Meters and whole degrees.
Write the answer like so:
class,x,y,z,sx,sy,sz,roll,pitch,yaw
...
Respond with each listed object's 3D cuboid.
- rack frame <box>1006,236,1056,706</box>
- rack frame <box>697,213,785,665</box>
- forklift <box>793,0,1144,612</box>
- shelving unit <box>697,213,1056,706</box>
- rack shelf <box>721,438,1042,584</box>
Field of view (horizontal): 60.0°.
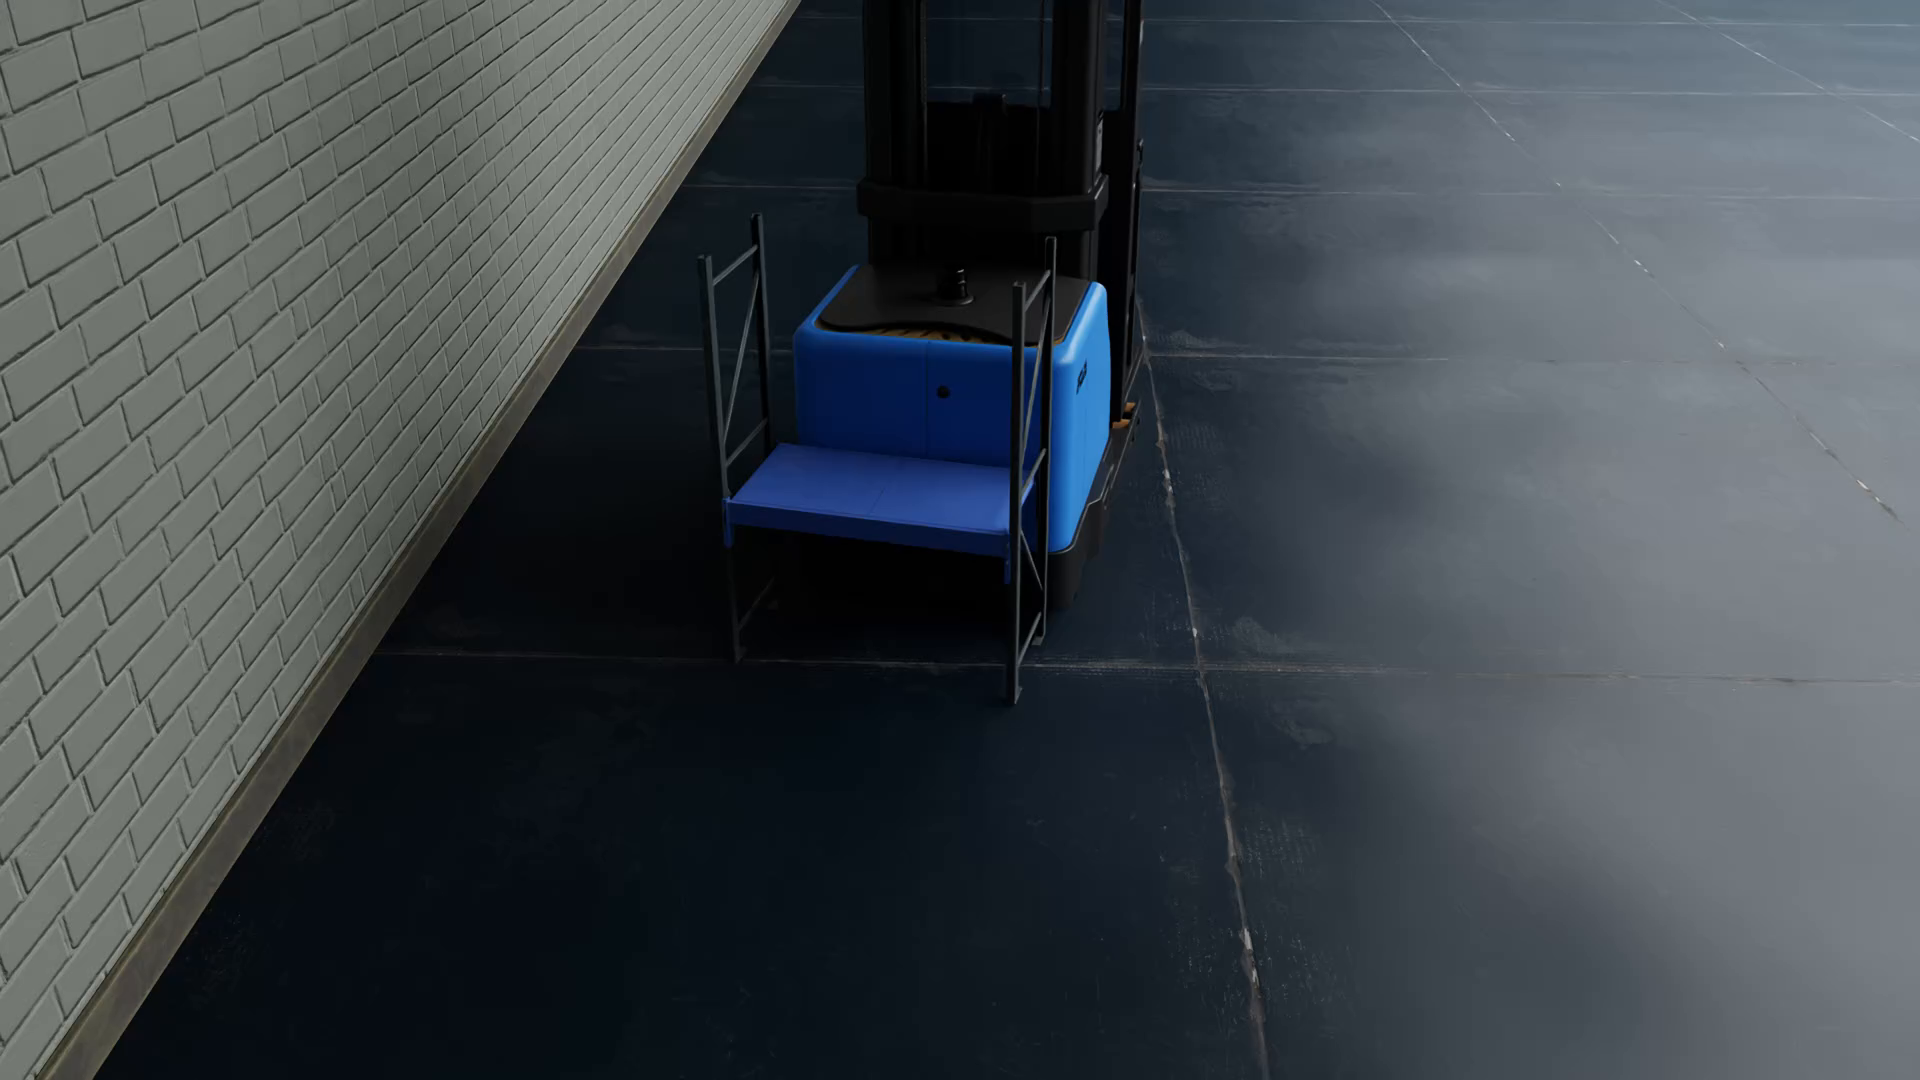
class,x,y,z,sx,sy,sz,roll,pitch,yaw
rack frame,0.236,-0.211,5.547,0.032,1.500,0.500,7,29,13
rack frame,-0.747,-0.332,5.775,0.032,1.500,0.500,7,29,13
forklift,0.215,-1.703,6.833,1.130,2.935,3.031,6,29,11
shelving unit,-0.256,-0.271,5.661,1.048,1.500,0.538,7,29,13
rack shelf,-0.256,-0.113,5.745,1.000,0.185,0.538,7,29,13
